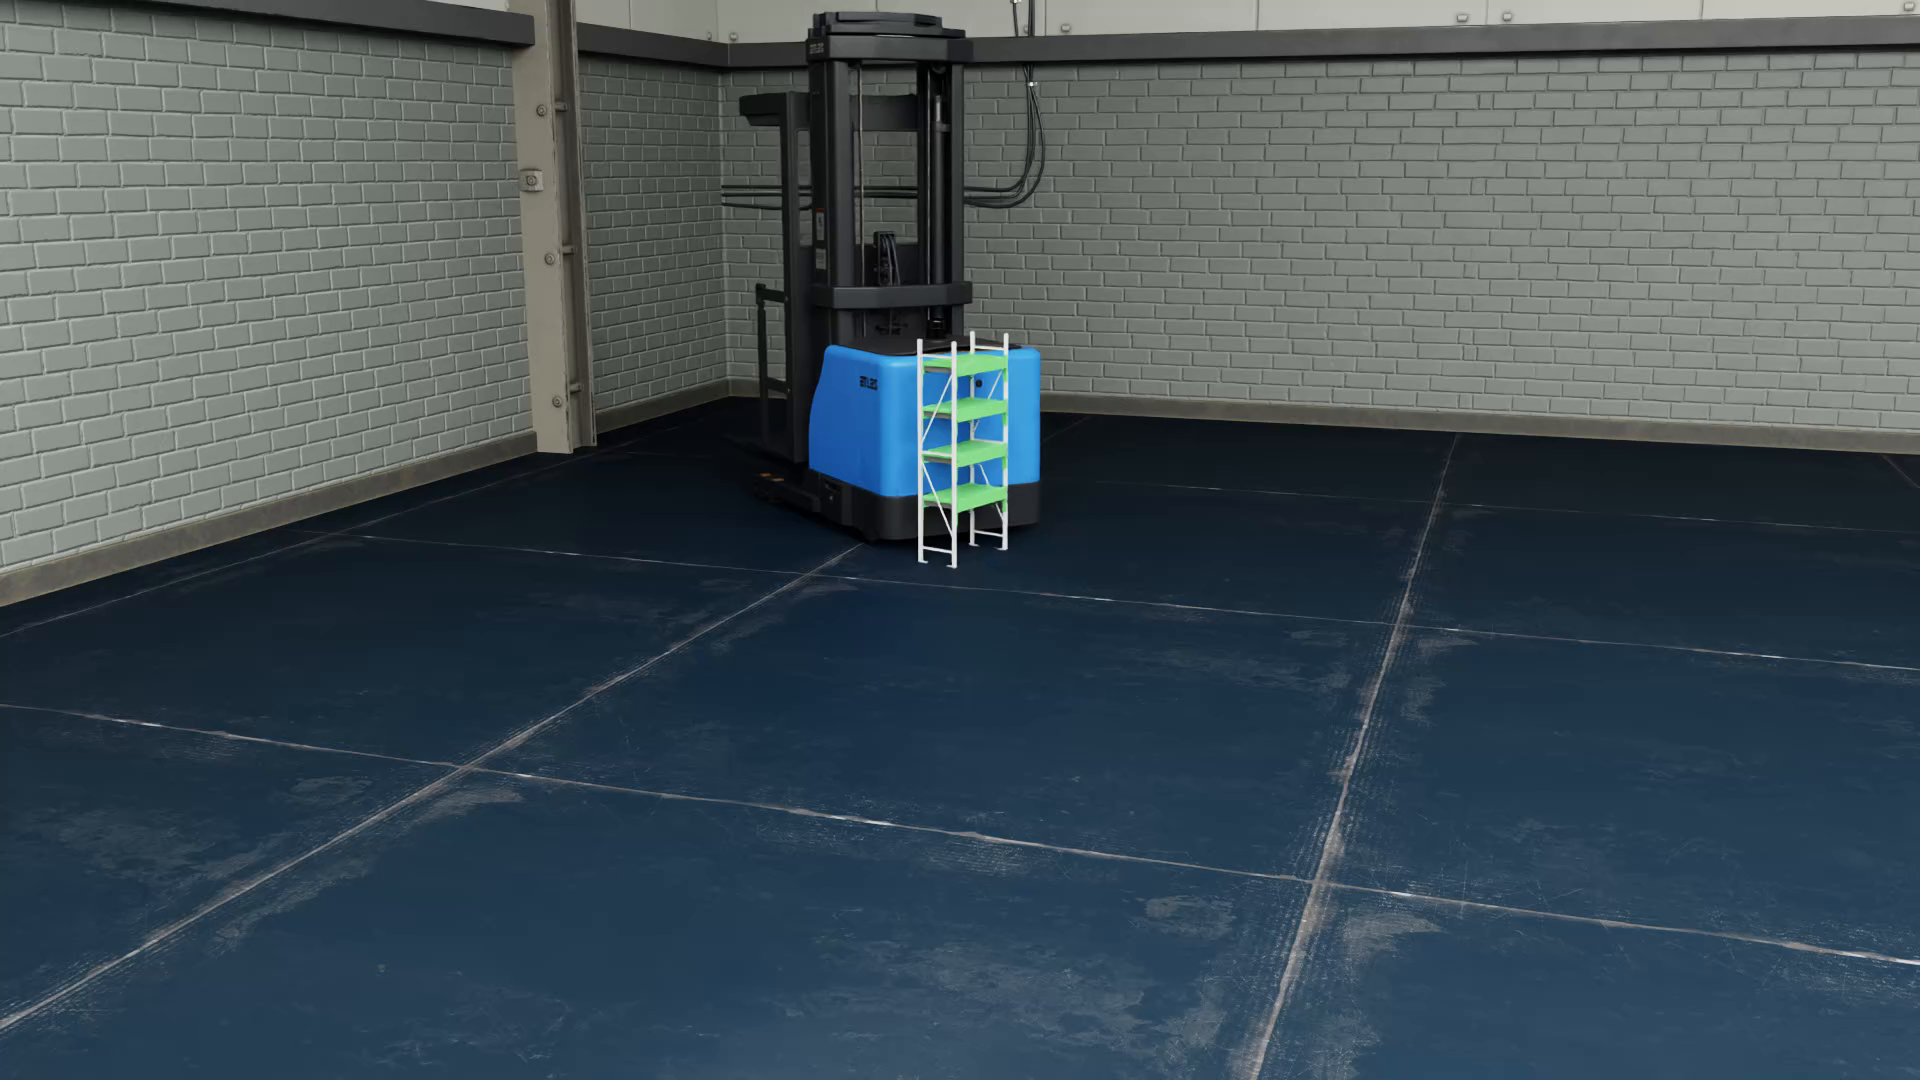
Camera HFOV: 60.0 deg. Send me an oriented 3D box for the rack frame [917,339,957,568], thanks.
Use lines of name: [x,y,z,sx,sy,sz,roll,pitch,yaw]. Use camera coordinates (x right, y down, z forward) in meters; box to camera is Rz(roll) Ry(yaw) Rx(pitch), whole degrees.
rack frame: [-0.121,-0.451,8.769,0.240,1.200,0.015,9,16,34]

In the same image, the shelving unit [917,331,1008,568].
shelving unit: [0.019,-0.496,8.964,0.258,1.200,0.503,9,16,34]

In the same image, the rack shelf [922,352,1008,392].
rack shelf: [0.019,-0.902,8.872,0.258,0.148,0.480,9,16,34]

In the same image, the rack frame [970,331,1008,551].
rack frame: [0.159,-0.540,9.159,0.240,1.200,0.015,9,16,34]

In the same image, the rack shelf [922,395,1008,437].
rack shelf: [0.019,-0.668,8.925,0.258,0.148,0.480,9,16,34]

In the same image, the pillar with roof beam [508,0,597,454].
pillar with roof beam: [1.107,-4.768,10.156,9.100,9.000,0.400,4,14,18]

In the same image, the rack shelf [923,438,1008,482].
rack shelf: [0.019,-0.434,8.979,0.258,0.148,0.480,9,16,34]

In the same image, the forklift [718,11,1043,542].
forklift: [-0.680,-1.700,10.352,1.130,2.935,3.031,-7,15,-28]

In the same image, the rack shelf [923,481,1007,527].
rack shelf: [0.019,-0.200,9.032,0.258,0.148,0.480,9,16,34]

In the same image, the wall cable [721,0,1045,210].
wall cable: [-0.762,-4.089,14.160,3.097,2.526,0.112,4,14,18]
